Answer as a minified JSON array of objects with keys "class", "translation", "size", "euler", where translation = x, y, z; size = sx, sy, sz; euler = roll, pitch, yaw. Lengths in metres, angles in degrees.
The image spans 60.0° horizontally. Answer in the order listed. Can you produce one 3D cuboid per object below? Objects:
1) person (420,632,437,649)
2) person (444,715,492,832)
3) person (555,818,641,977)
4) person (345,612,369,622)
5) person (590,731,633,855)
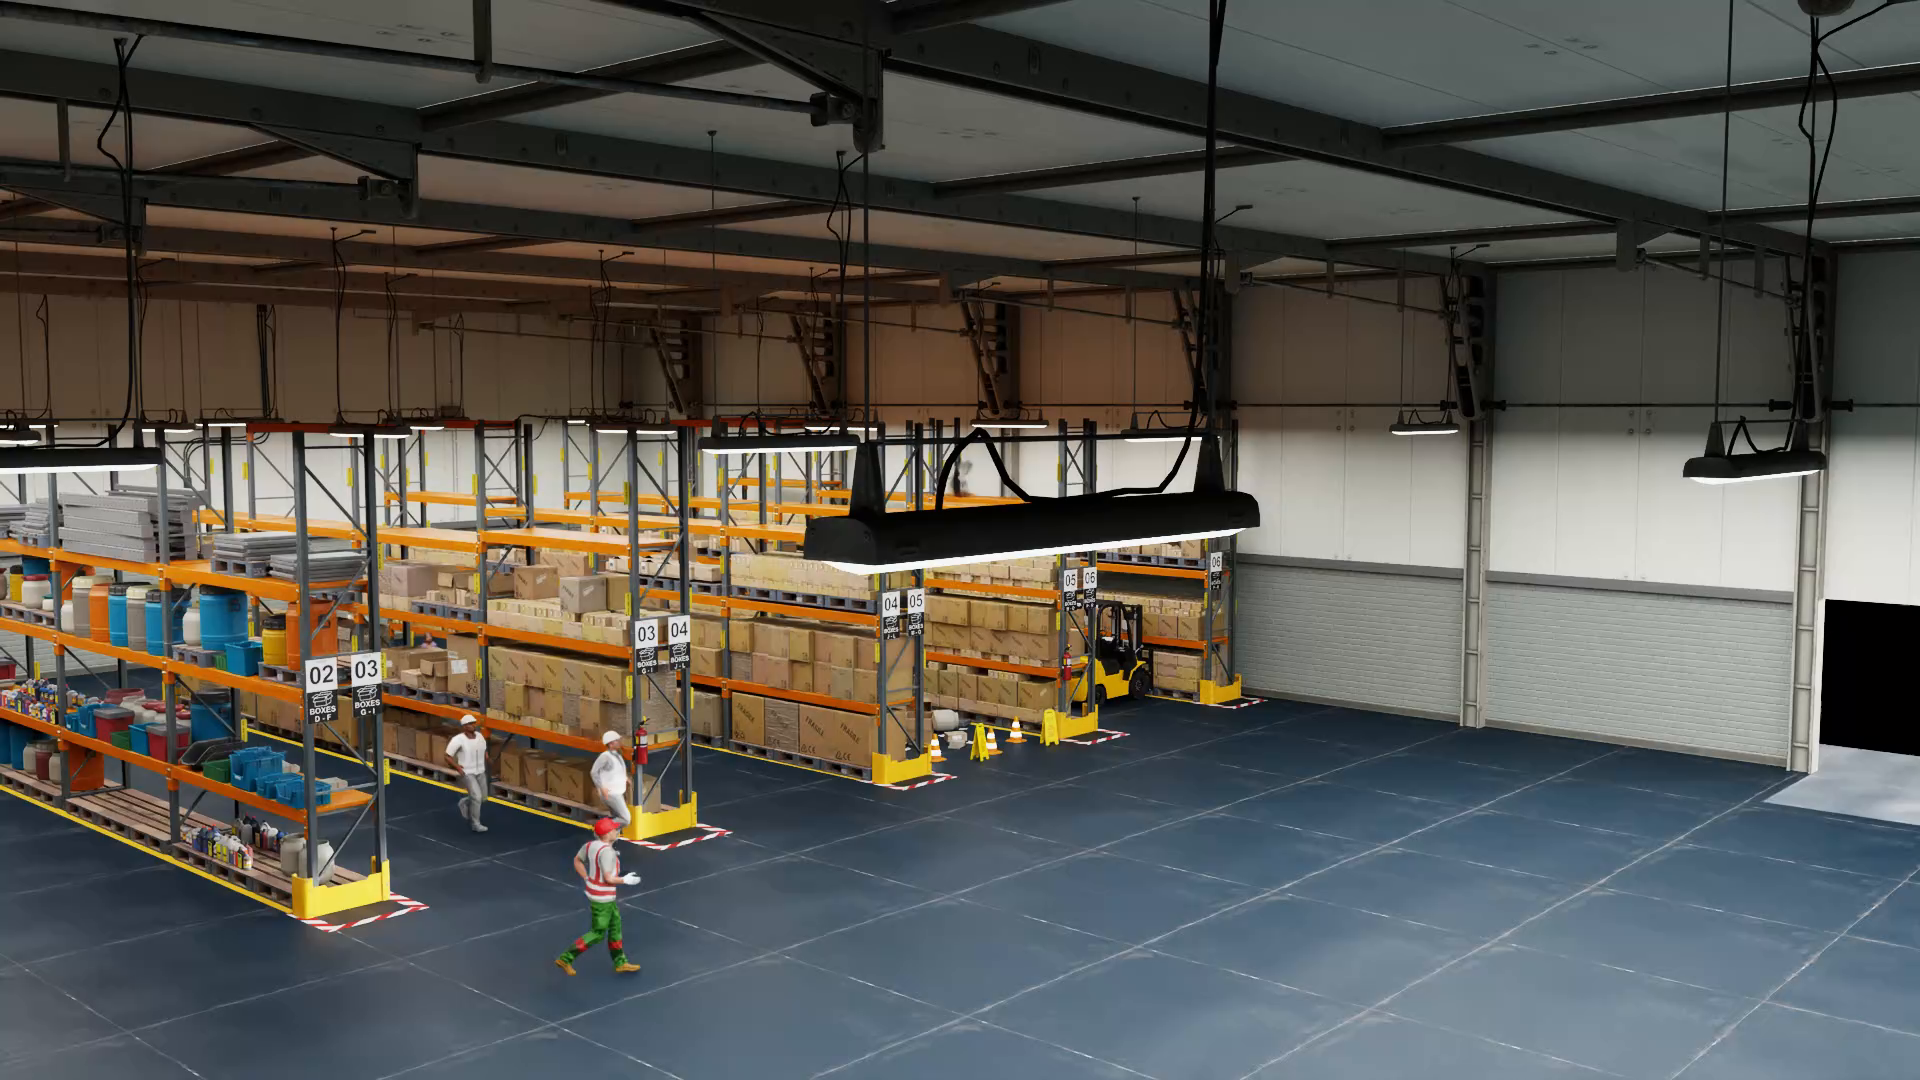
[{"class":"person","translation":[-11.107,2.706,34.922],"size":[0.550,1.561,0.478],"euler":[-4,6,-41]},{"class":"person","translation":[-7.289,3.451,24.714],"size":[0.753,1.726,0.707],"euler":[3,6,35]},{"class":"person","translation":[-3.989,3.939,18.263],"size":[0.985,1.776,0.633],"euler":[-2,5,-28]},{"class":"person","translation":[-14.077,2.329,38.579],"size":[0.718,1.731,0.537],"euler":[1,5,9]},{"class":"person","translation":[-4.866,3.568,23.469],"size":[0.528,1.739,0.673],"euler":[0,5,5]}]
